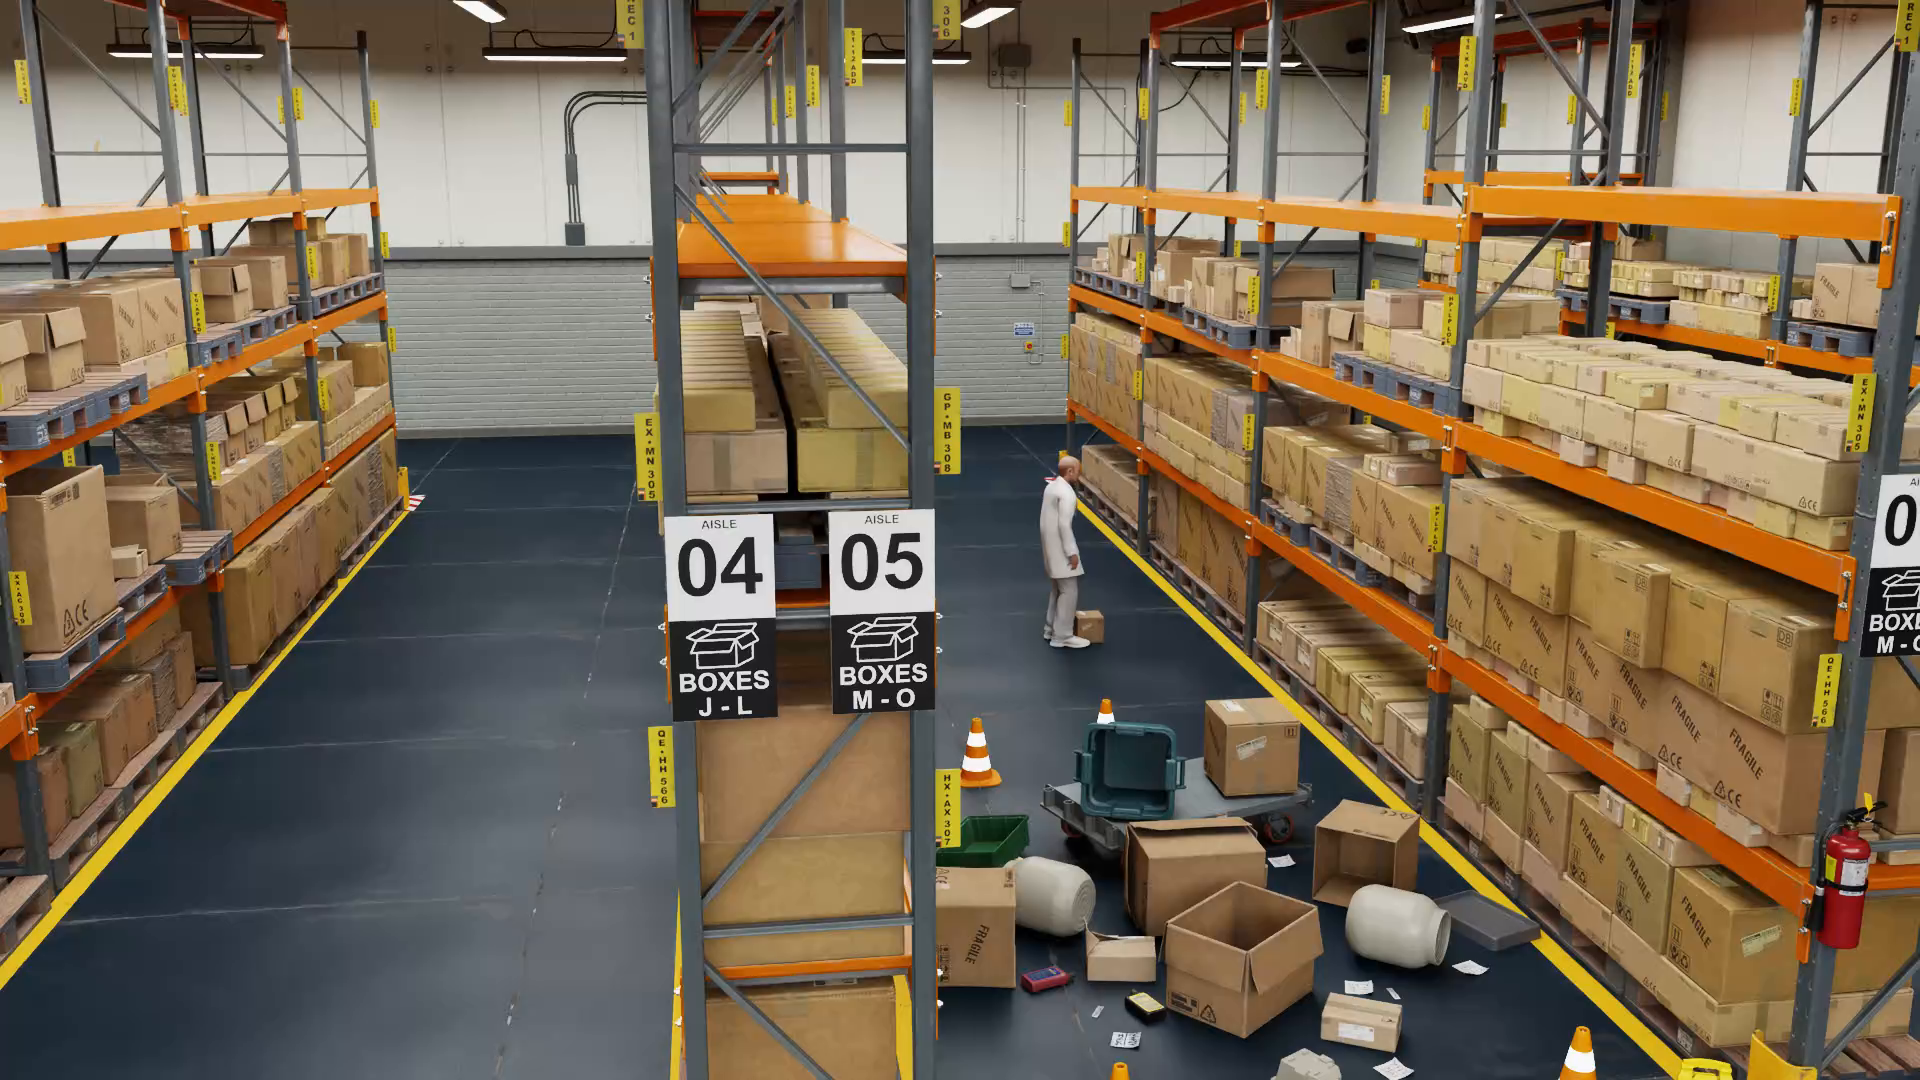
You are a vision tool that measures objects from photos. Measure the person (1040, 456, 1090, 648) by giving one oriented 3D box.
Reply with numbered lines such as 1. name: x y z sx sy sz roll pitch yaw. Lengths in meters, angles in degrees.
1. person: 0.970 0.094 15.612 0.429 1.772 0.643 -3 13 -11
